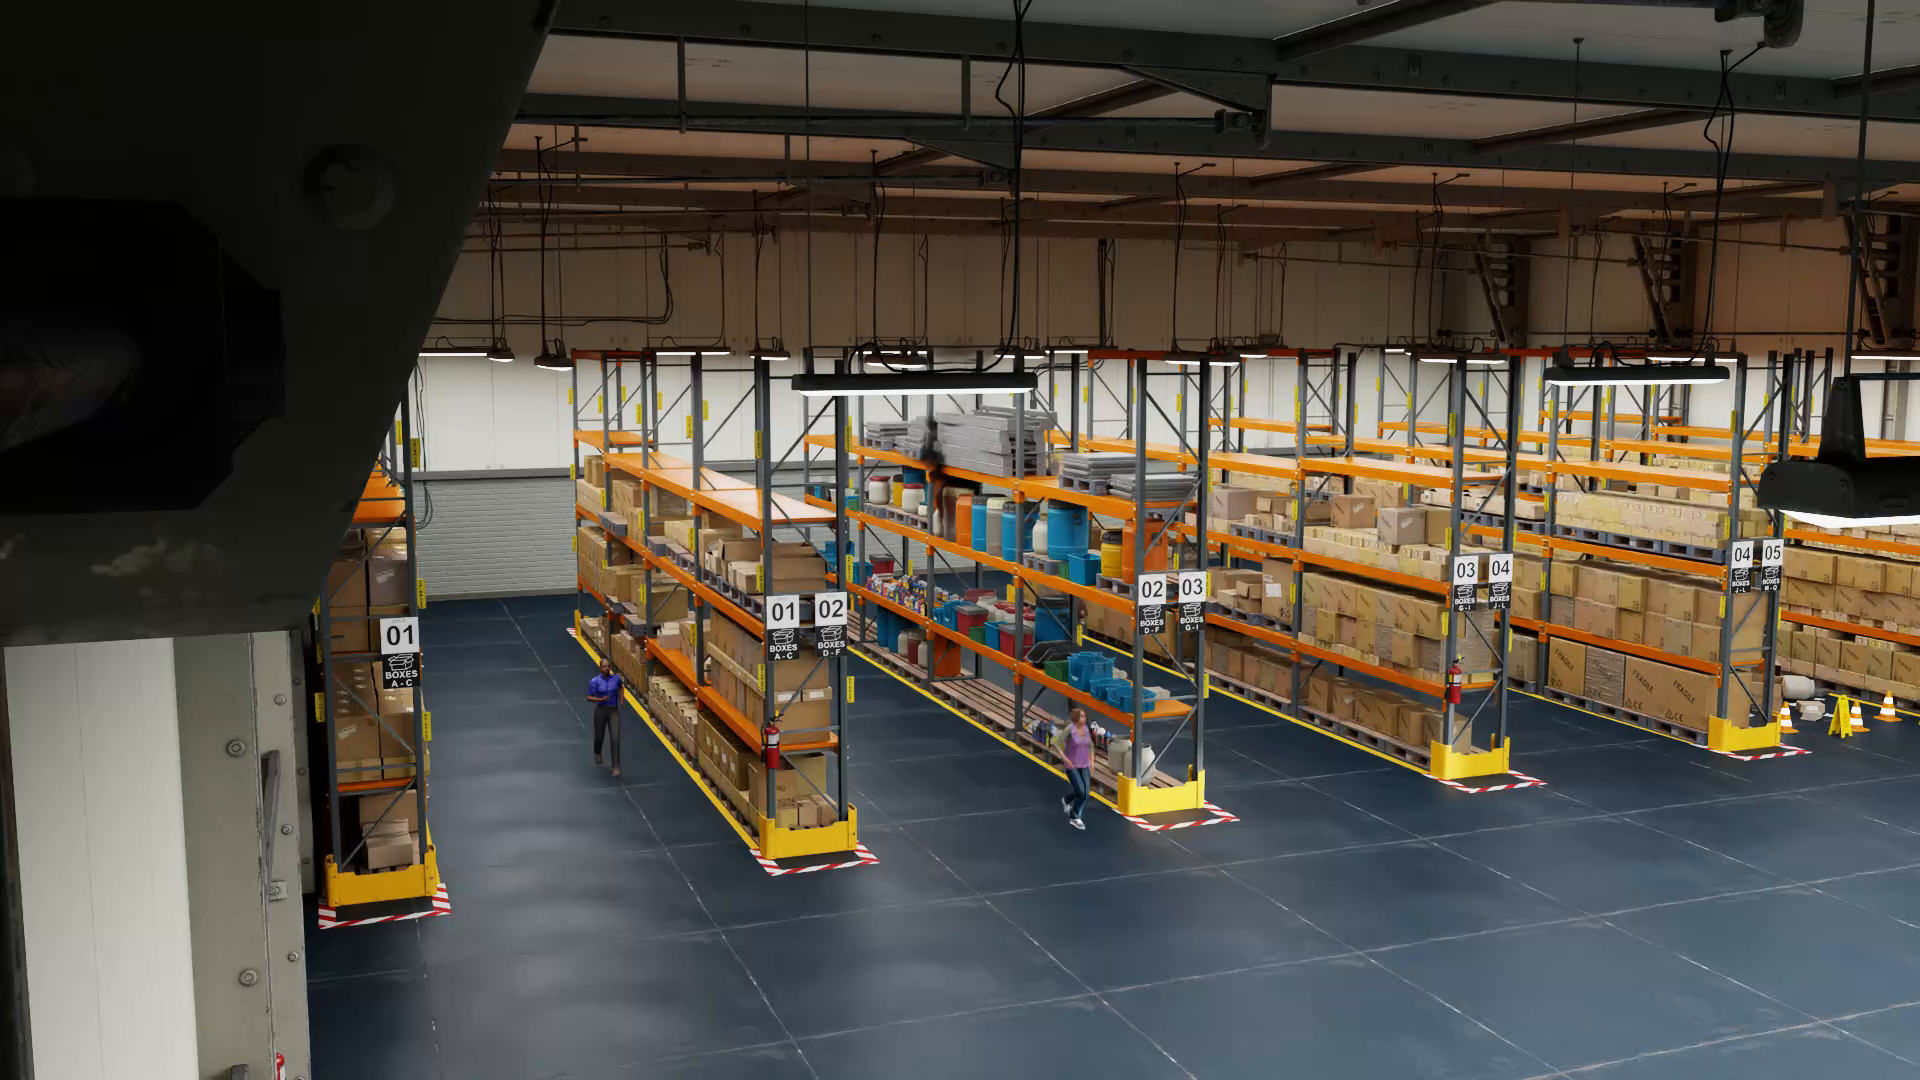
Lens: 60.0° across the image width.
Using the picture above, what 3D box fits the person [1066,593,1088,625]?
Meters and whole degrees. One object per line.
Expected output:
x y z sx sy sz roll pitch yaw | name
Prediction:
1.990 1.674 30.317 0.681 1.836 0.910 -5 8 -33 | person

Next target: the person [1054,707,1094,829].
1.503 2.928 21.367 0.570 1.553 0.492 -4 8 -29 | person

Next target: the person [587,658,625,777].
-5.089 2.516 23.973 0.575 1.645 0.938 -3 8 -22 | person
